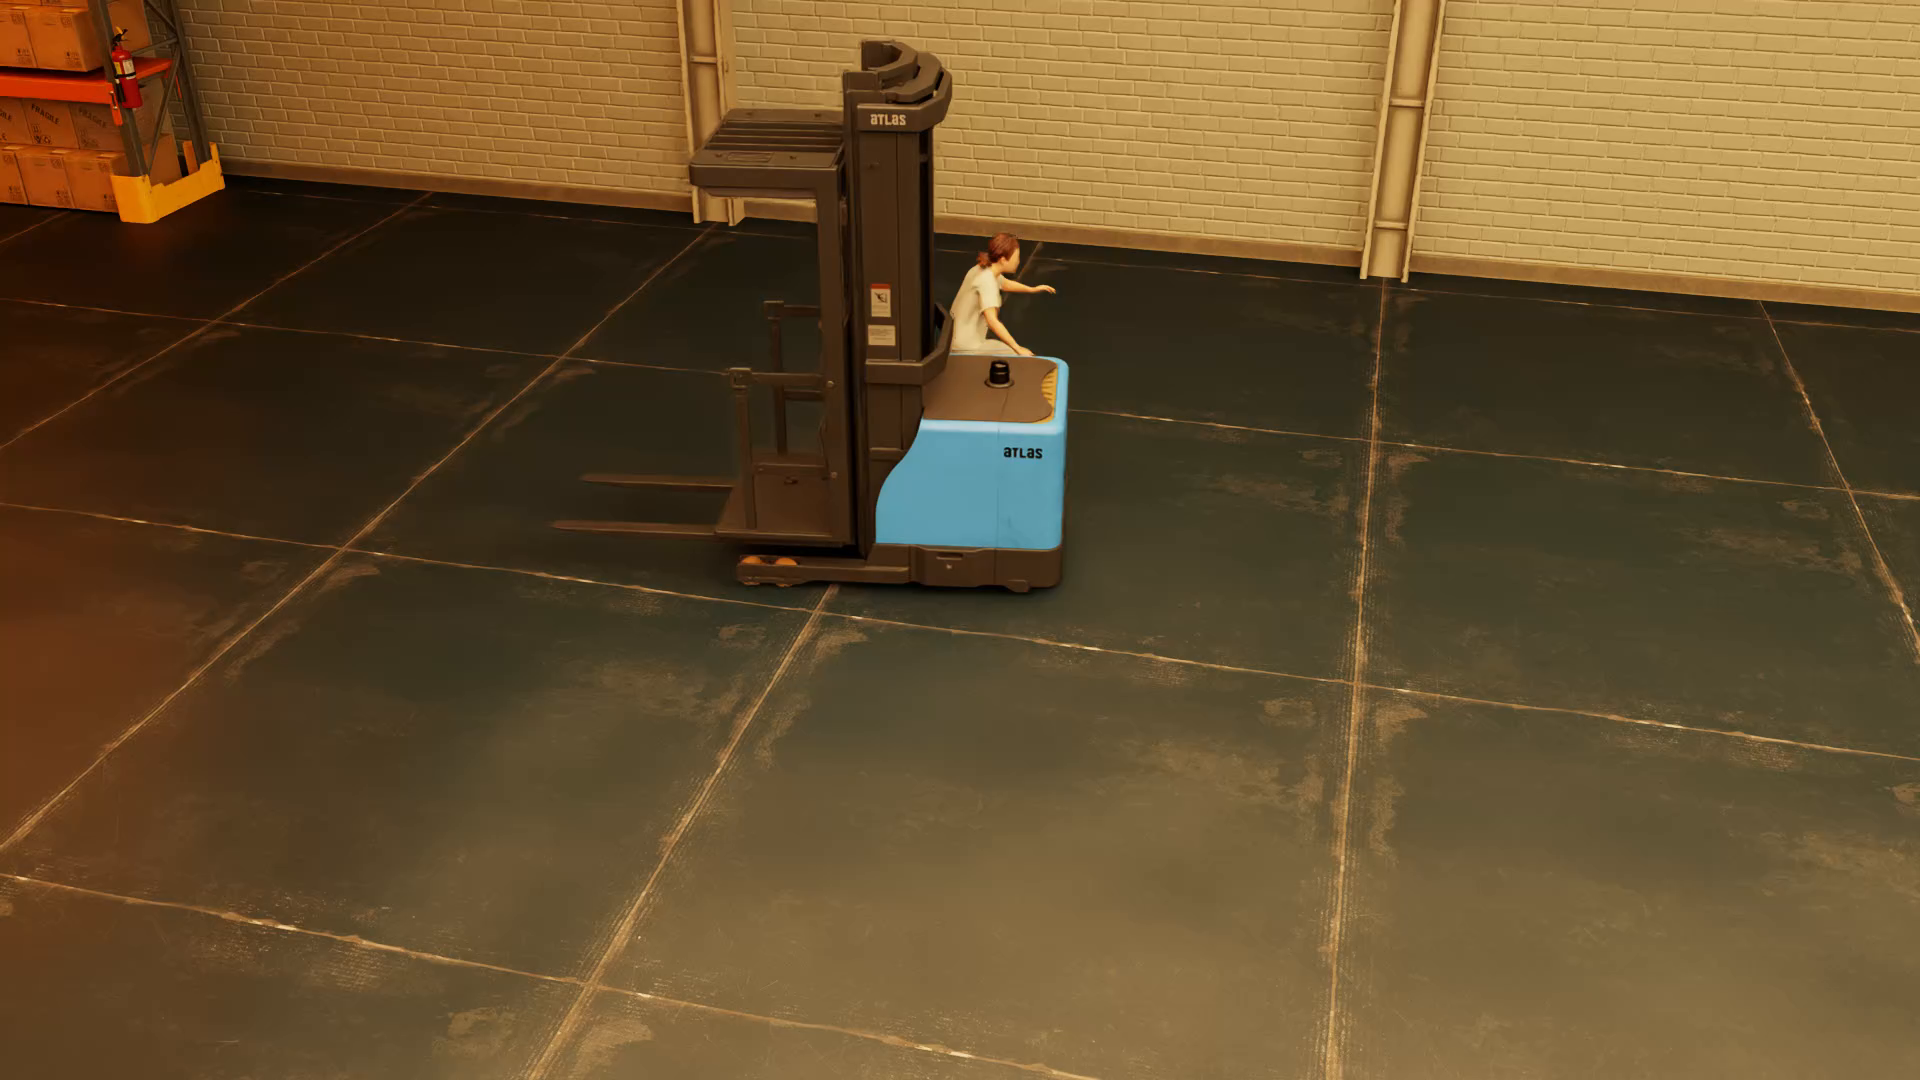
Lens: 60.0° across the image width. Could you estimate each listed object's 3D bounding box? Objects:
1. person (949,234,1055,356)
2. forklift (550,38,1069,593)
[{"bbox_3d":[0.306,-1.281,10.965,0.812,1.442,0.869,-11,31,-19],"label":"person"},{"bbox_3d":[-0.887,-1.258,9.391,3.031,2.935,1.130,2,30,4],"label":"forklift"}]
